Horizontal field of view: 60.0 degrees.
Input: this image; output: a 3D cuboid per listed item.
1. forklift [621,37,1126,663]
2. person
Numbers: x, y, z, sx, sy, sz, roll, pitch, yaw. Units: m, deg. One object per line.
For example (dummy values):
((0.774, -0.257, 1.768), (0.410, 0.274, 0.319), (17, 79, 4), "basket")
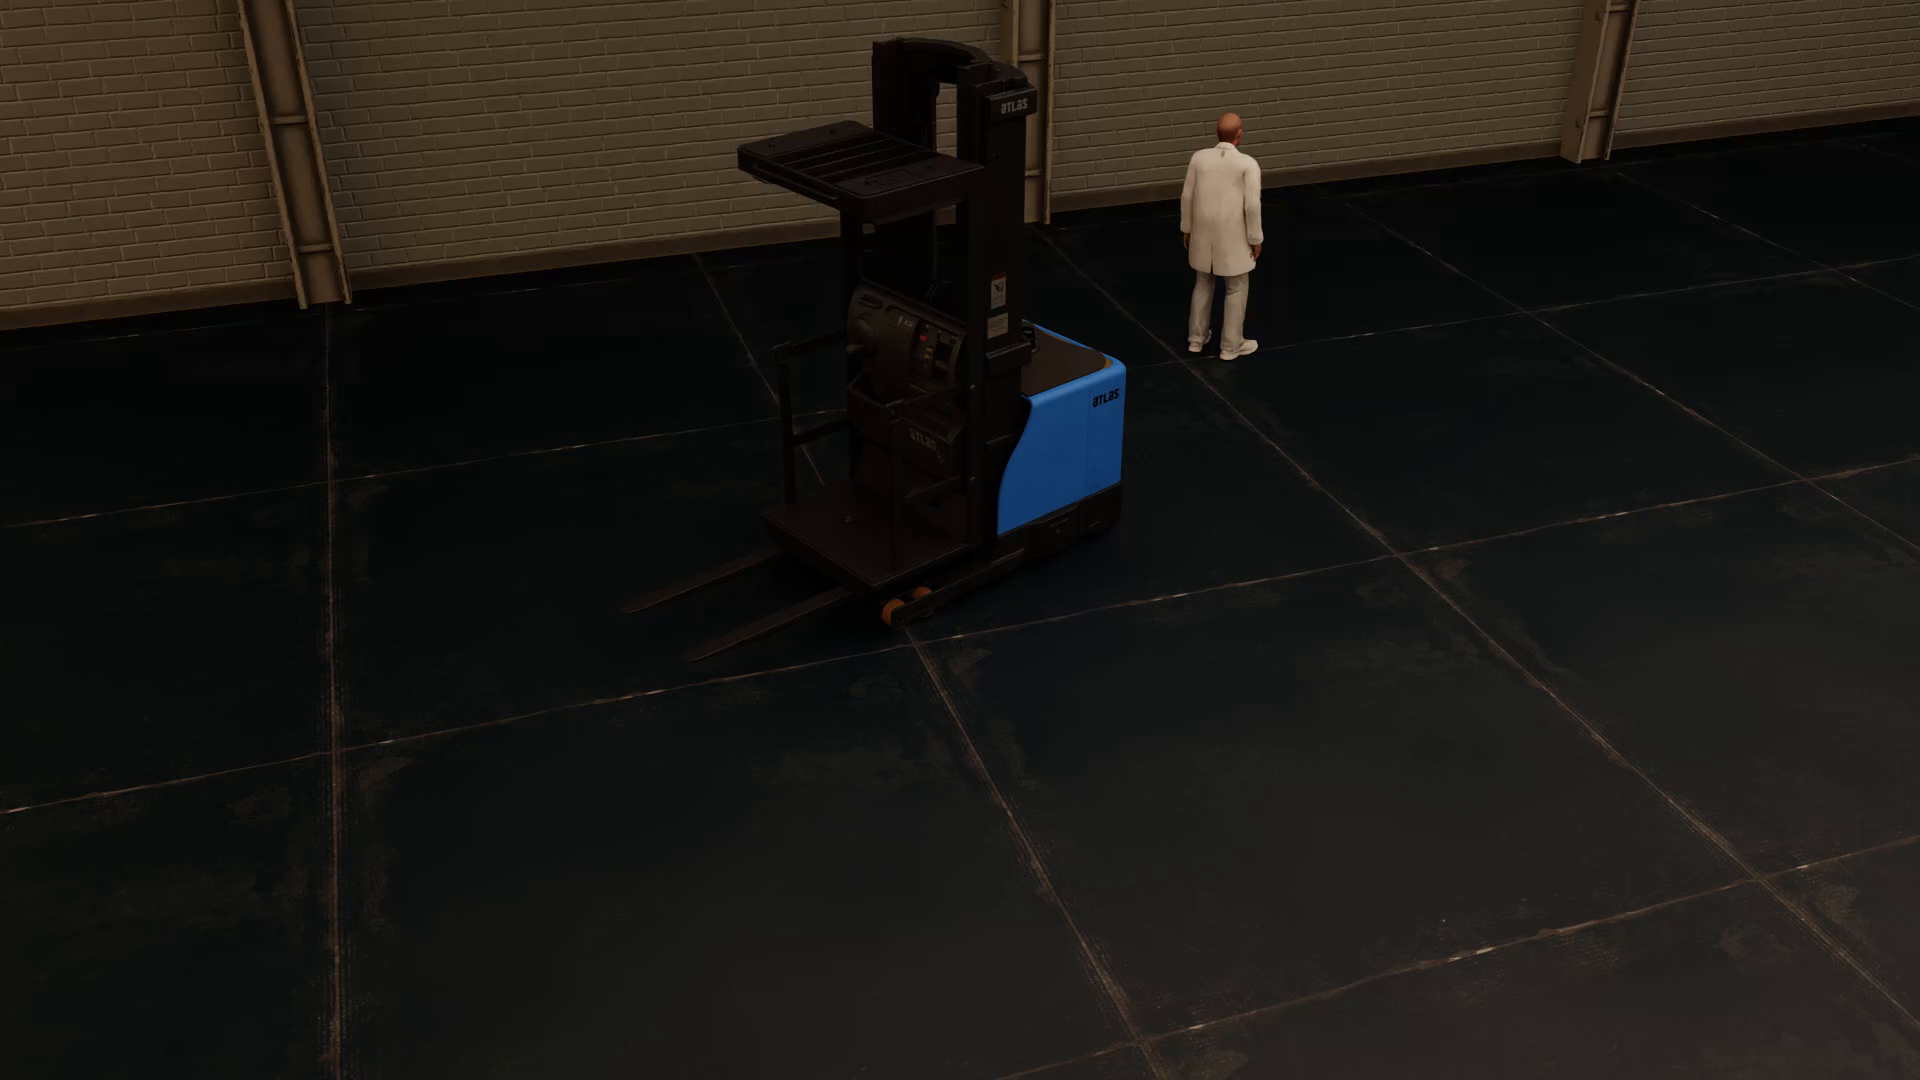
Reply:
((-0.461, -1.072, 8.951), (3.031, 2.935, 1.130), (-23, 37, -34), "forklift")
((1.901, -2.206, 12.083), (0.644, 1.772, 0.436), (18, 34, 28), "person")
